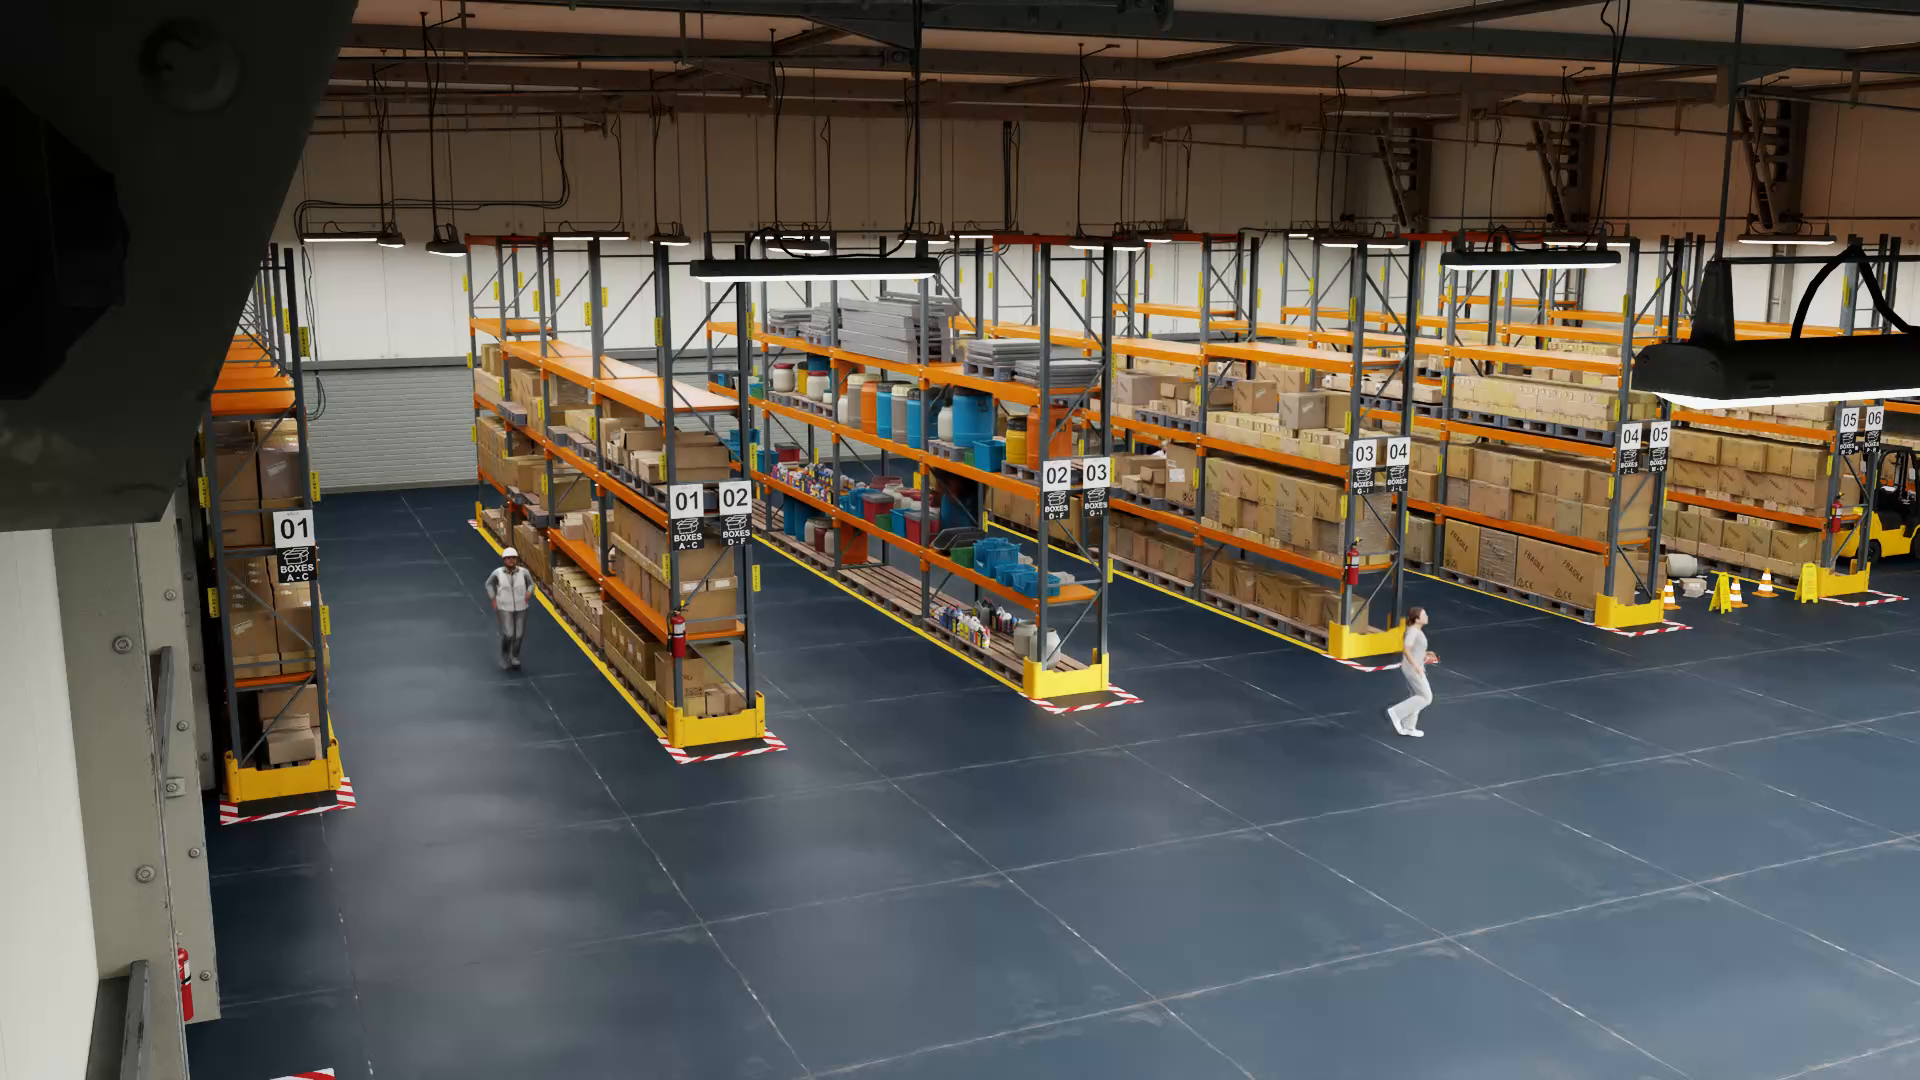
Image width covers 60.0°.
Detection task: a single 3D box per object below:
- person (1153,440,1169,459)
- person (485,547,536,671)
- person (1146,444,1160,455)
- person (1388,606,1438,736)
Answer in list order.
[{"bbox_3d":[4.363,-1.346,35.866,0.620,1.627,0.543,-5,12,-25],"label":"person"},{"bbox_3d":[-6.309,0.973,23.494,0.661,1.758,0.677,-5,12,-26],"label":"person"},{"bbox_3d":[4.846,-2.472,41.616,0.629,1.584,0.602,7,13,31],"label":"person"},{"bbox_3d":[5.604,1.615,20.553,0.593,1.639,0.557,2,11,9],"label":"person"}]
